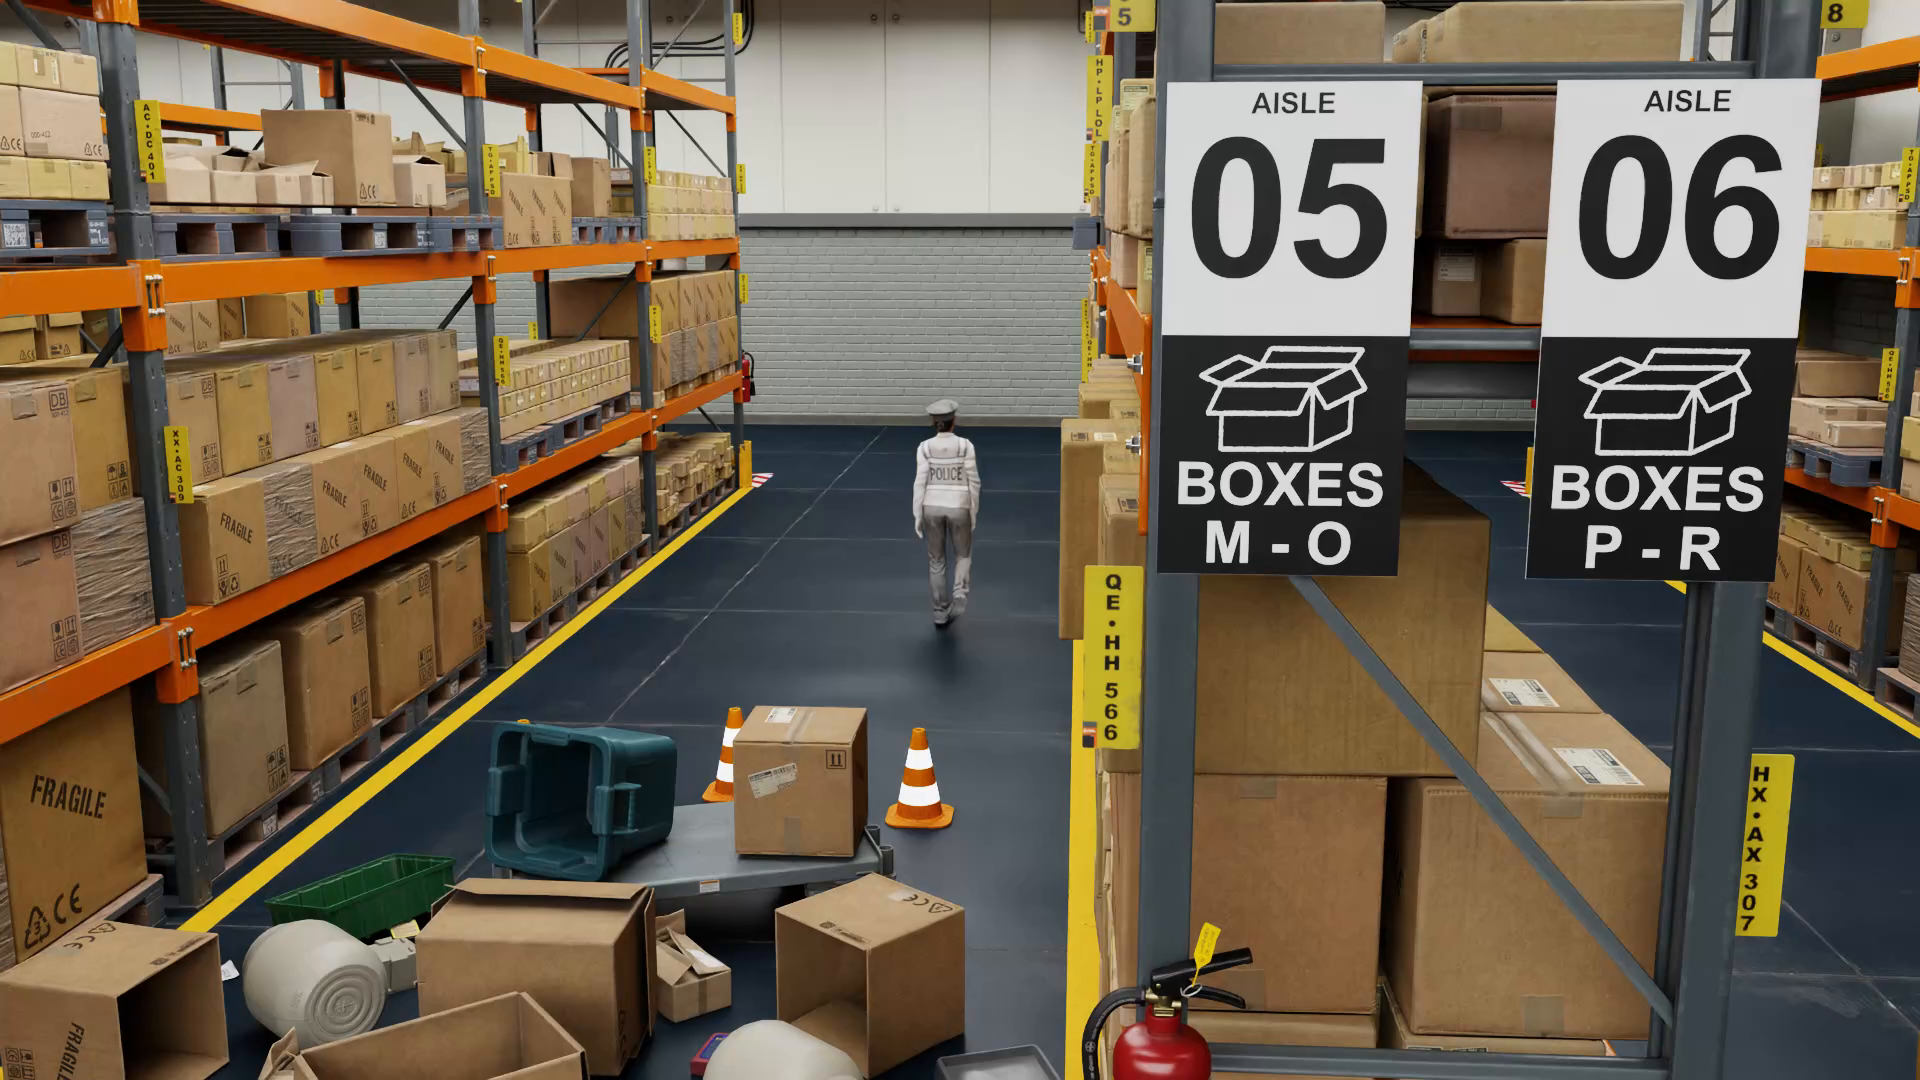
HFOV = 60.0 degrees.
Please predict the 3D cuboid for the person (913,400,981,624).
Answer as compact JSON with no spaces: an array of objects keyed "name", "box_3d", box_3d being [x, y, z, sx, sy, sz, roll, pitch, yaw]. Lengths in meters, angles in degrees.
[{"name":"person","box_3d":[-0.101,-0.173,12.221,0.501,1.669,0.604,1,11,4]}]
